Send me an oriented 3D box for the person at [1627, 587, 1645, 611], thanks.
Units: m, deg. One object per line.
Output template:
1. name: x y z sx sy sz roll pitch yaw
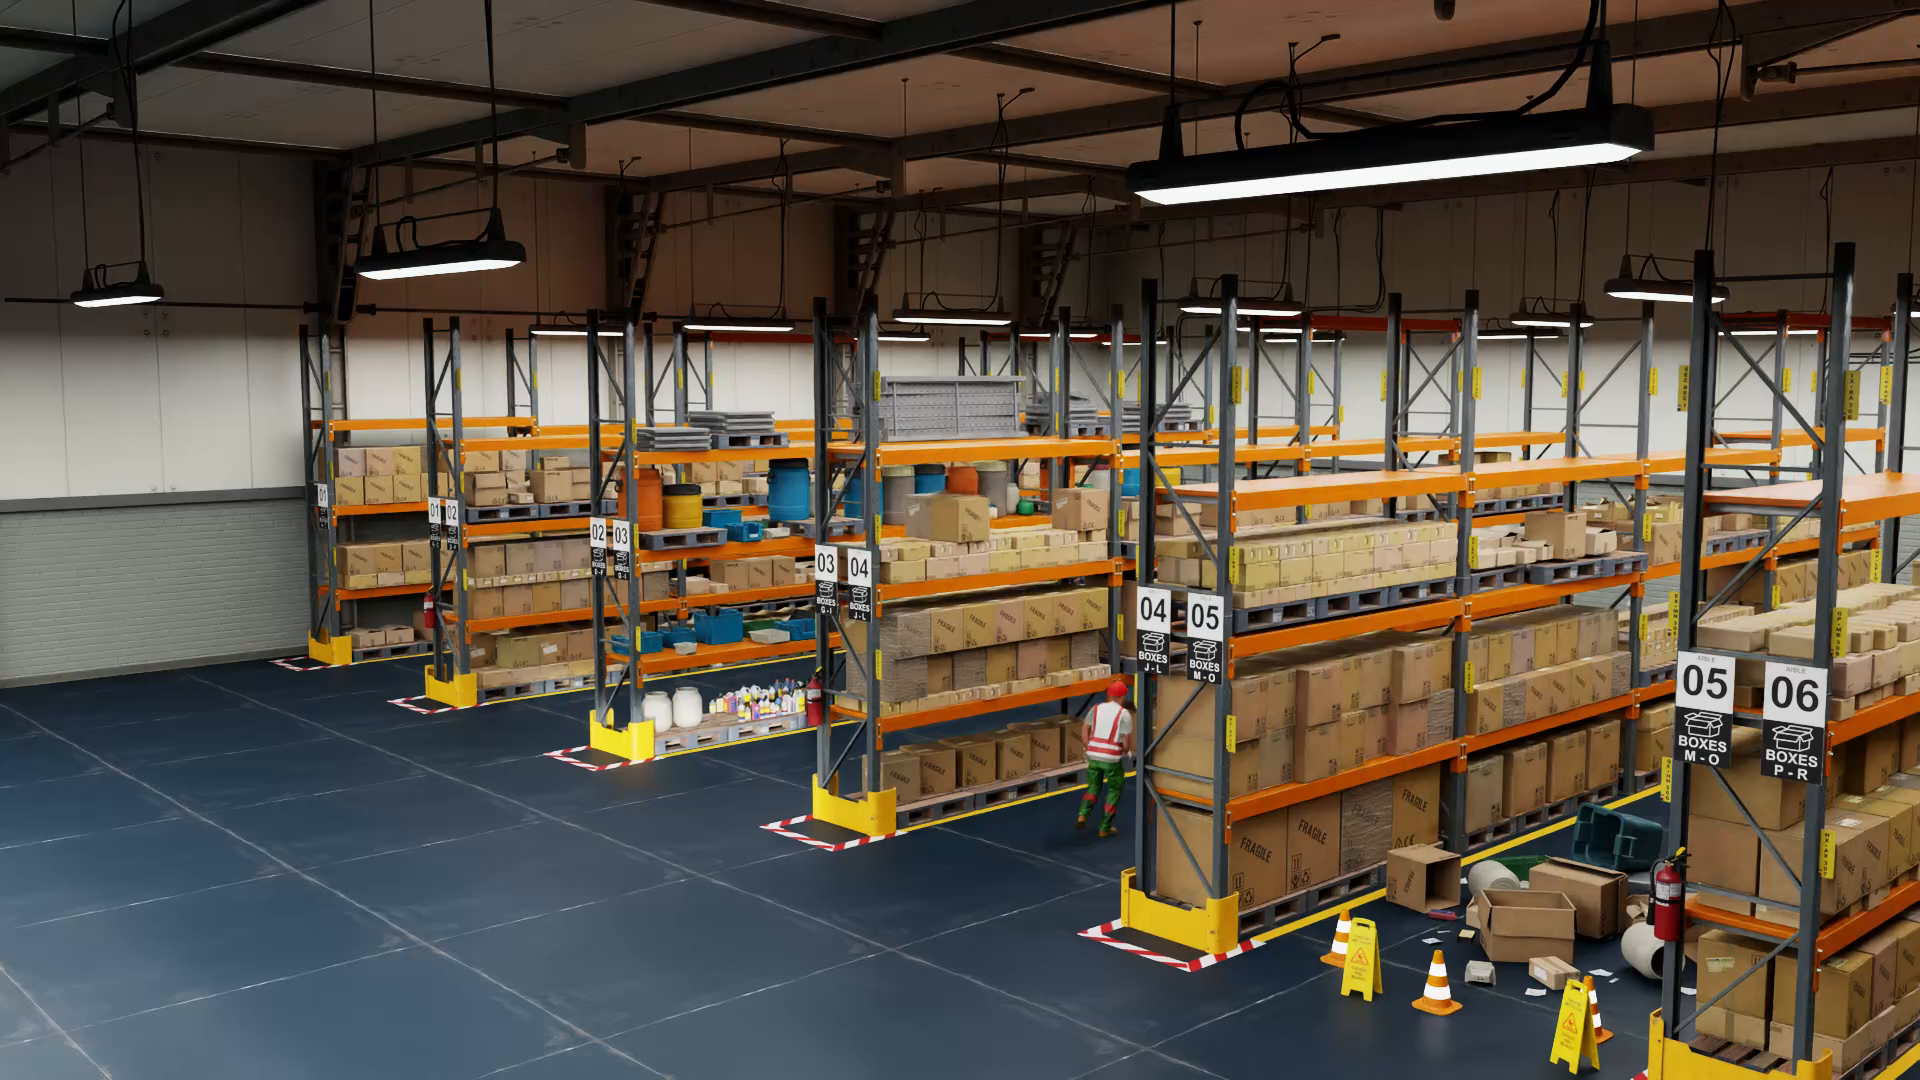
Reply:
1. person: 11.112 1.587 27.420 0.547 1.706 0.522 2 6 16

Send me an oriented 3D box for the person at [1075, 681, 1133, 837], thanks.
1. person: 1.614 2.448 18.573 0.618 1.711 0.729 4 7 34

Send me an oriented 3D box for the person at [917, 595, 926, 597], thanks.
1. person: -0.777 1.393 28.722 0.512 1.762 0.576 -2 6 -18
